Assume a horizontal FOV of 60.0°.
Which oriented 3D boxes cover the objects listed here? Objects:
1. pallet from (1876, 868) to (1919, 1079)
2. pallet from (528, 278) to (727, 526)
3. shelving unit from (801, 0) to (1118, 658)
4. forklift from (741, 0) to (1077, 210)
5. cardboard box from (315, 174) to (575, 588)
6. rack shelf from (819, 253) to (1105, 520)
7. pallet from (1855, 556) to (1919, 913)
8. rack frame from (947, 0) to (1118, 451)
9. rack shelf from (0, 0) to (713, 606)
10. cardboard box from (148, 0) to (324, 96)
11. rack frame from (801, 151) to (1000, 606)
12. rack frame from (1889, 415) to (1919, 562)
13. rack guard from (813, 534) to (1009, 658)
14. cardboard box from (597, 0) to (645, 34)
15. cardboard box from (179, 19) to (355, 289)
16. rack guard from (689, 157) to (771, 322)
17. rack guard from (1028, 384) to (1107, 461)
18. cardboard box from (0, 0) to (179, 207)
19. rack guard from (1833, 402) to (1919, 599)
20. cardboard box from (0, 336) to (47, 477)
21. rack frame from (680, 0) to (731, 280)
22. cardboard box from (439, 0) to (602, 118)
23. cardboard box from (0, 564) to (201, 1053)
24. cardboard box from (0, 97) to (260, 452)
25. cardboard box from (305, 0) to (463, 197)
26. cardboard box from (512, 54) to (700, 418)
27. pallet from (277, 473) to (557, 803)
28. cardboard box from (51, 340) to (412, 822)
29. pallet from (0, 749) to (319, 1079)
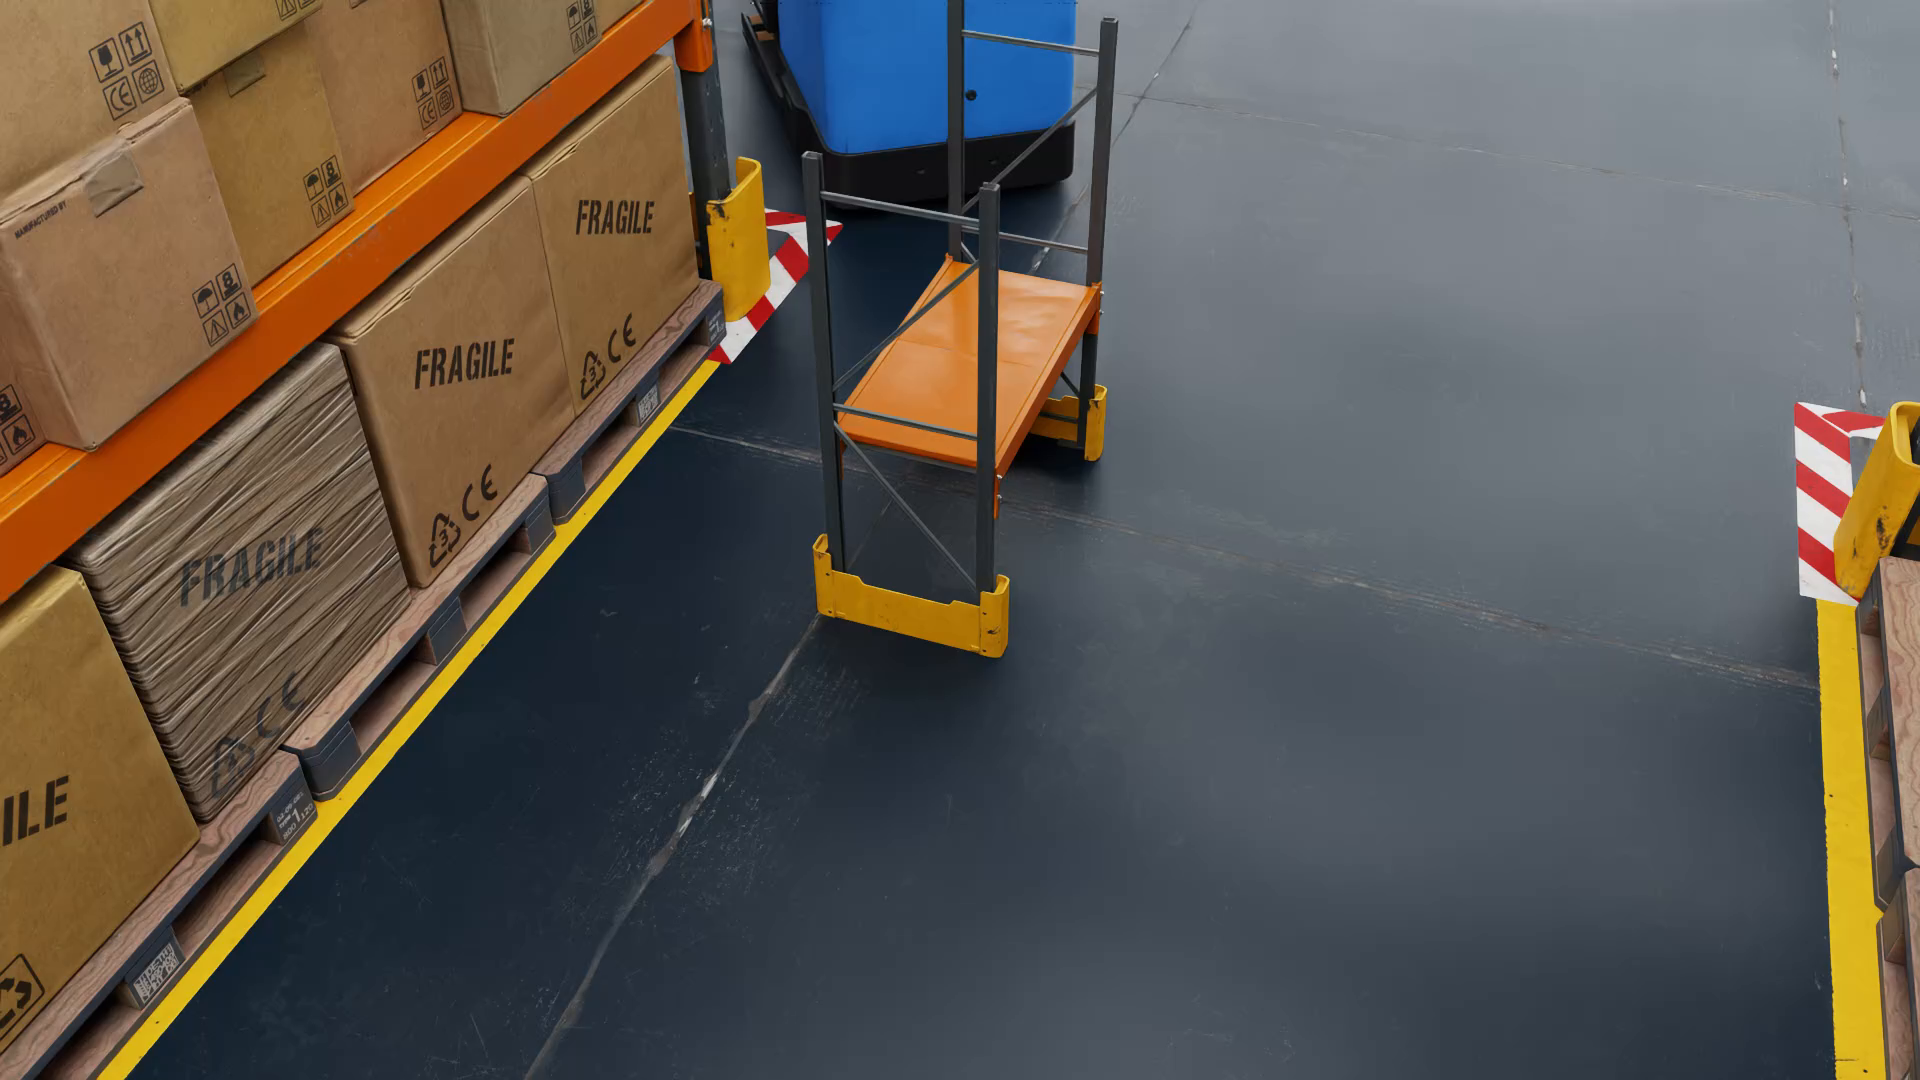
[{"bbox_3d":[2.545,1.338,3.519,1.003,0.211,1.213,13,42,15],"label":"pallet"},{"bbox_3d":[-1.525,-0.595,5.785,1.003,0.211,1.213,13,42,15],"label":"pallet"},{"bbox_3d":[0.026,-0.617,4.818,0.587,1.500,1.083,13,42,15],"label":"shelving unit"},{"bbox_3d":[-0.418,-3.412,6.991,1.130,2.935,3.031,-10,42,-12],"label":"forklift"},{"bbox_3d":[-1.794,-0.547,4.893,0.875,0.875,0.875,13,42,14],"label":"cardboard box"},{"bbox_3d":[0.029,-0.486,4.941,0.538,0.185,1.000,13,42,15],"label":"rack shelf"},{"bbox_3d":[2.964,0.596,4.388,1.003,0.211,1.213,13,42,15],"label":"pallet"},{"bbox_3d":[0.203,-0.933,5.188,0.500,1.500,0.032,13,42,15],"label":"rack frame"},{"bbox_3d":[-2.009,-0.667,4.275,1.077,0.370,4.000,13,42,15],"label":"rack shelf"},{"bbox_3d":[-1.968,-1.392,3.622,0.875,0.550,0.500,13,42,15],"label":"cardboard box"},{"bbox_3d":[-0.145,-0.313,4.461,0.500,1.500,0.032,13,42,15],"label":"rack frame"},{"bbox_3d":[3.301,-0.998,4.109,1.000,3.000,0.127,13,42,15],"label":"rack frame"},{"bbox_3d":[-0.144,0.162,4.867,0.587,0.250,0.087,13,42,15],"label":"rack guard"},{"bbox_3d":[-1.410,-1.982,5.146,0.875,0.550,0.550,13,42,15],"label":"cardboard box"},{"bbox_3d":[-2.029,-0.995,3.990,0.875,0.550,0.500,13,42,15],"label":"cardboard box"},{"bbox_3d":[-1.317,-1.225,6.300,1.175,0.500,0.348,13,42,15],"label":"rack guard"},{"bbox_3d":[0.196,-0.445,5.579,0.587,0.250,0.087,13,42,15],"label":"rack guard"},{"bbox_3d":[-2.142,-1.067,3.241,0.875,0.550,0.550,13,42,15],"label":"cardboard box"},{"bbox_3d":[3.275,-0.001,4.866,1.175,0.500,0.348,13,42,15],"label":"rack guard"},{"bbox_3d":[-2.412,-0.346,3.229,0.875,0.550,0.550,13,42,15],"label":"cardboard box"},{"bbox_3d":[-1.326,-2.161,5.472,1.000,3.000,0.127,13,42,15],"label":"rack frame"},{"bbox_3d":[-1.577,-1.641,4.747,0.875,0.550,0.550,13,42,15],"label":"cardboard box"},{"bbox_3d":[-2.413,0.559,3.597,0.875,0.875,0.875,14,42,16],"label":"cardboard box"},{"bbox_3d":[-2.116,-0.650,3.585,0.875,0.550,0.550,13,42,15],"label":"cardboard box"},{"bbox_3d":[-1.887,-1.328,4.379,0.875,0.550,0.550,13,42,15],"label":"cardboard box"},{"bbox_3d":[-1.495,-1.084,5.523,0.875,0.875,0.875,14,42,15],"label":"cardboard box"},{"bbox_3d":[-1.944,0.147,4.916,1.003,0.211,1.213,13,42,15],"label":"pallet"},{"bbox_3d":[-2.108,0.009,4.242,0.875,0.875,0.875,14,42,15],"label":"cardboard box"},{"bbox_3d":[-2.360,0.893,4.040,1.003,0.211,1.213,13,42,15],"label":"pallet"}]
